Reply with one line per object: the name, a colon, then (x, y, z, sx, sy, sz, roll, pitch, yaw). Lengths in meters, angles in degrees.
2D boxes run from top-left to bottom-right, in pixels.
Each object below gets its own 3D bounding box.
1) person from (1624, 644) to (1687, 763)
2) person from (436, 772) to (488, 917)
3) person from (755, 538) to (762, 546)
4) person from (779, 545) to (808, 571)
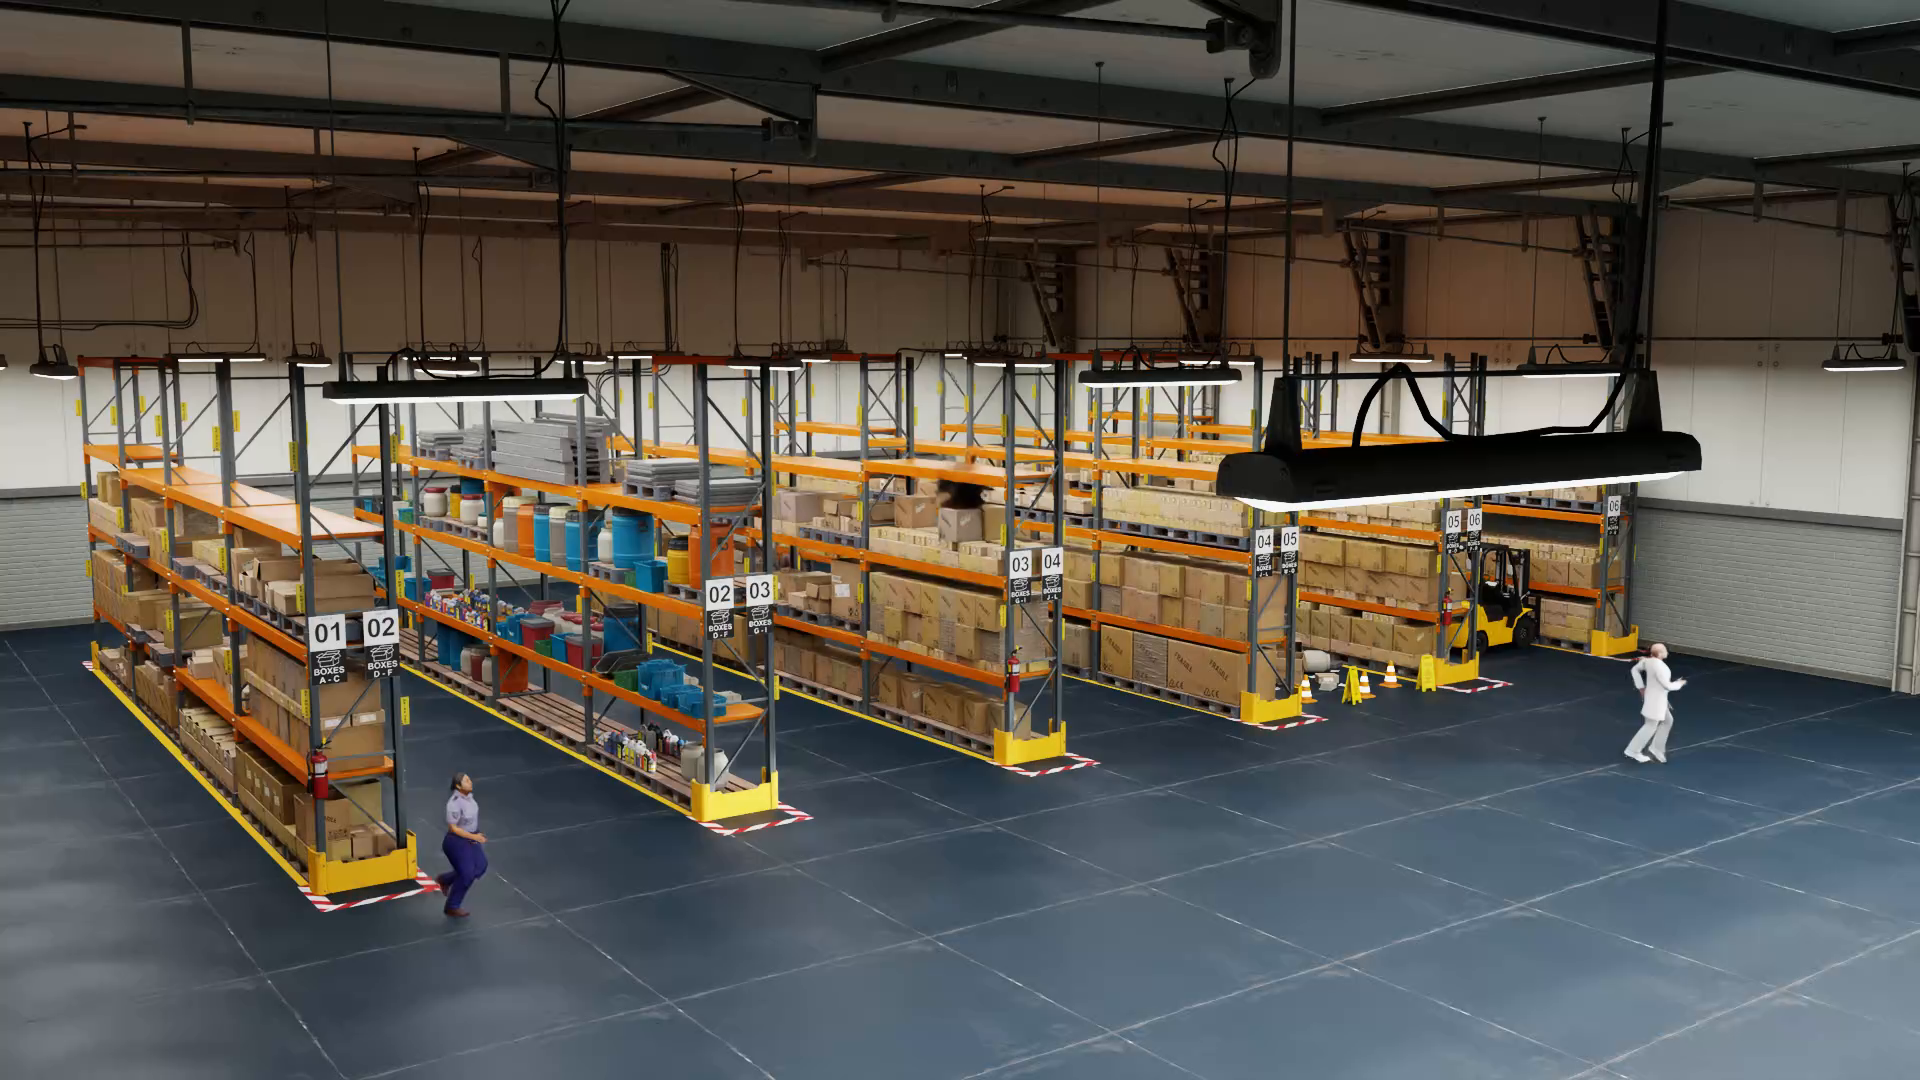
person: (10.361, 2.457, 24.776, 0.840, 1.856, 0.709, 1, 7, 9)
person: (-5.486, 3.337, 18.318, 0.623, 1.614, 0.631, 0, 7, 1)
person: (-4.994, 0.527, 41.603, 0.752, 1.562, 0.594, -5, 8, -35)
person: (-3.689, 0.941, 37.190, 0.730, 1.787, 1.052, -3, 8, -27)
